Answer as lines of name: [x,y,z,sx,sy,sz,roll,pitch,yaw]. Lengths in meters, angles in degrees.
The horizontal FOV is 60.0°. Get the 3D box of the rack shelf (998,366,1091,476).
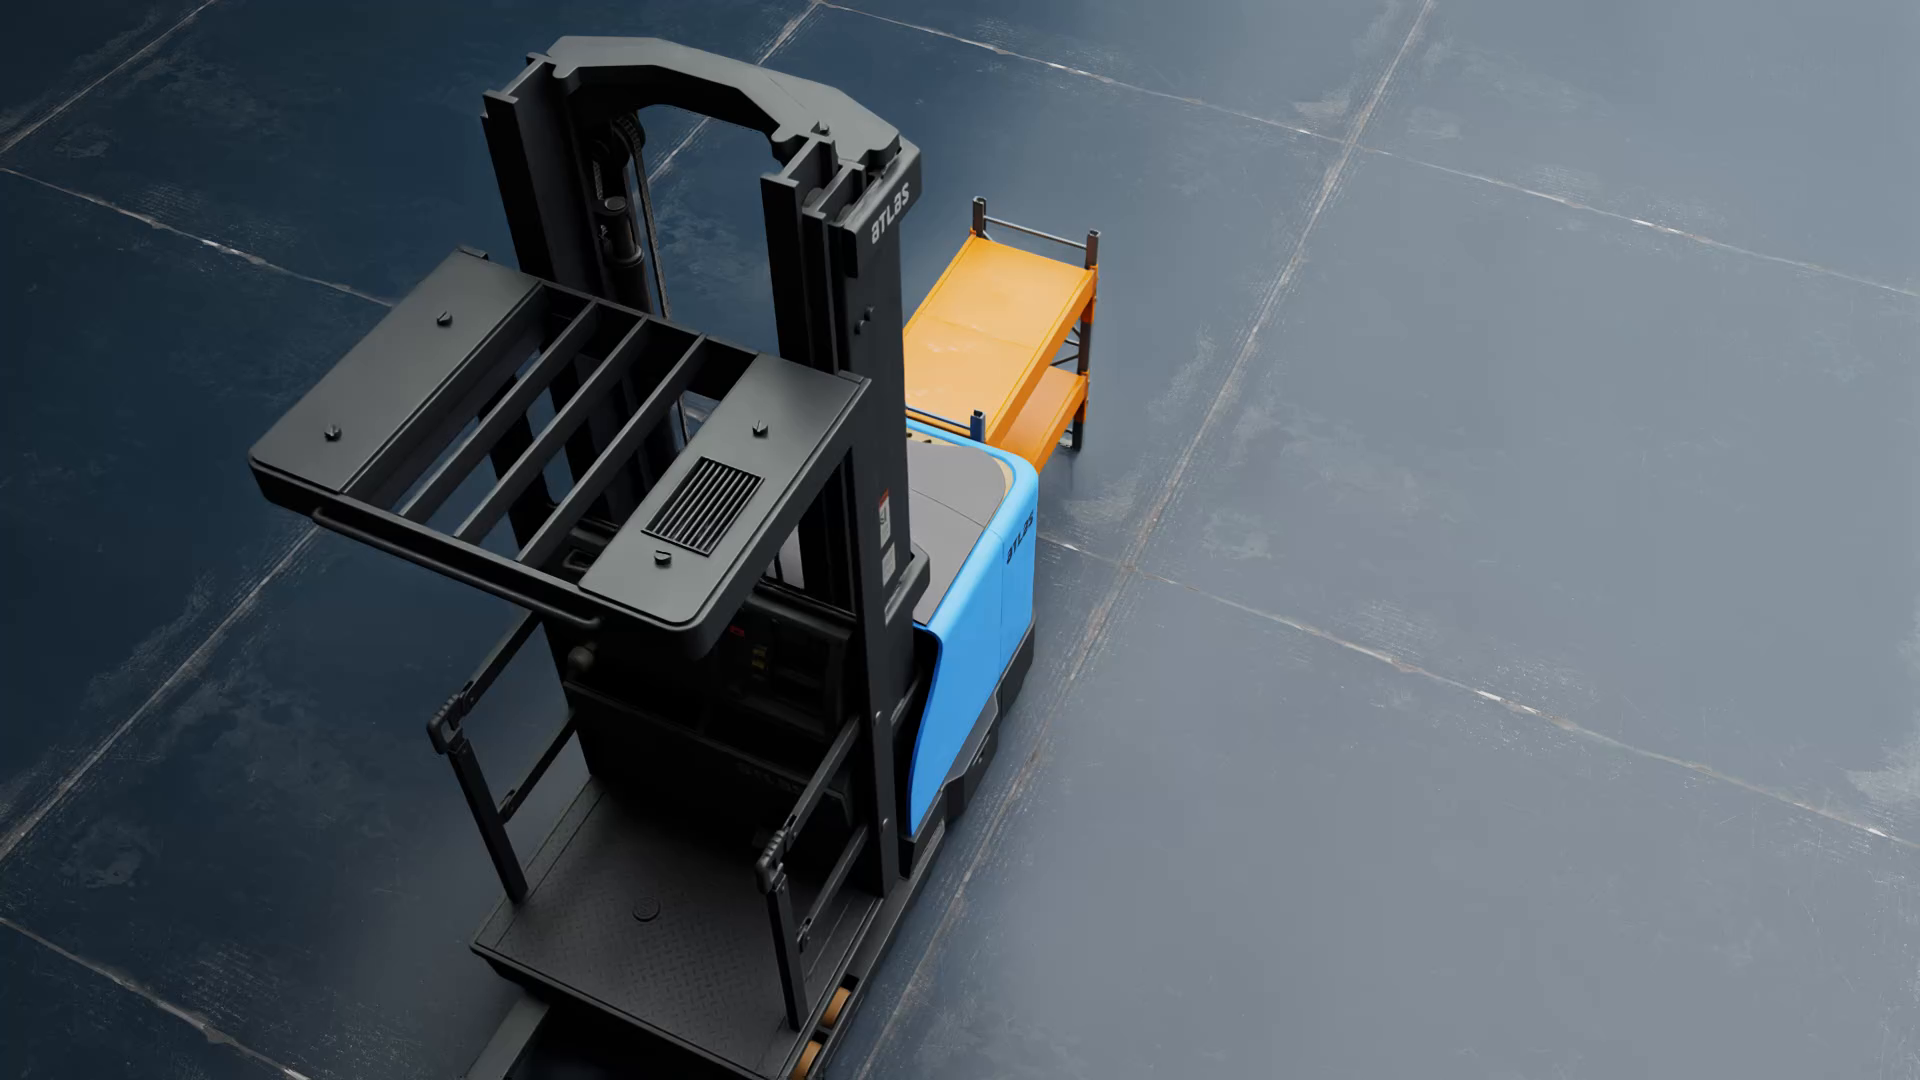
rack shelf: [0.066,-0.314,6.415,0.538,0.278,1.000,19,52,16]

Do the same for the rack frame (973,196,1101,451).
rack frame: [0.280,-0.824,6.527,0.500,1.125,0.032,19,52,16]

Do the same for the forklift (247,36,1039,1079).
forklift: [-0.810,0.357,4.337,1.130,2.935,3.031,19,52,16]

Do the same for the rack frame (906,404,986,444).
rack frame: [-0.148,-0.121,5.930,0.500,1.125,0.032,19,52,16]

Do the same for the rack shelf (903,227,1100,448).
rack shelf: [0.066,-0.662,6.006,0.538,0.278,1.000,19,52,16]

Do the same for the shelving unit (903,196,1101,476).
shelving unit: [0.066,-0.473,6.229,0.538,1.125,1.048,19,52,16]
